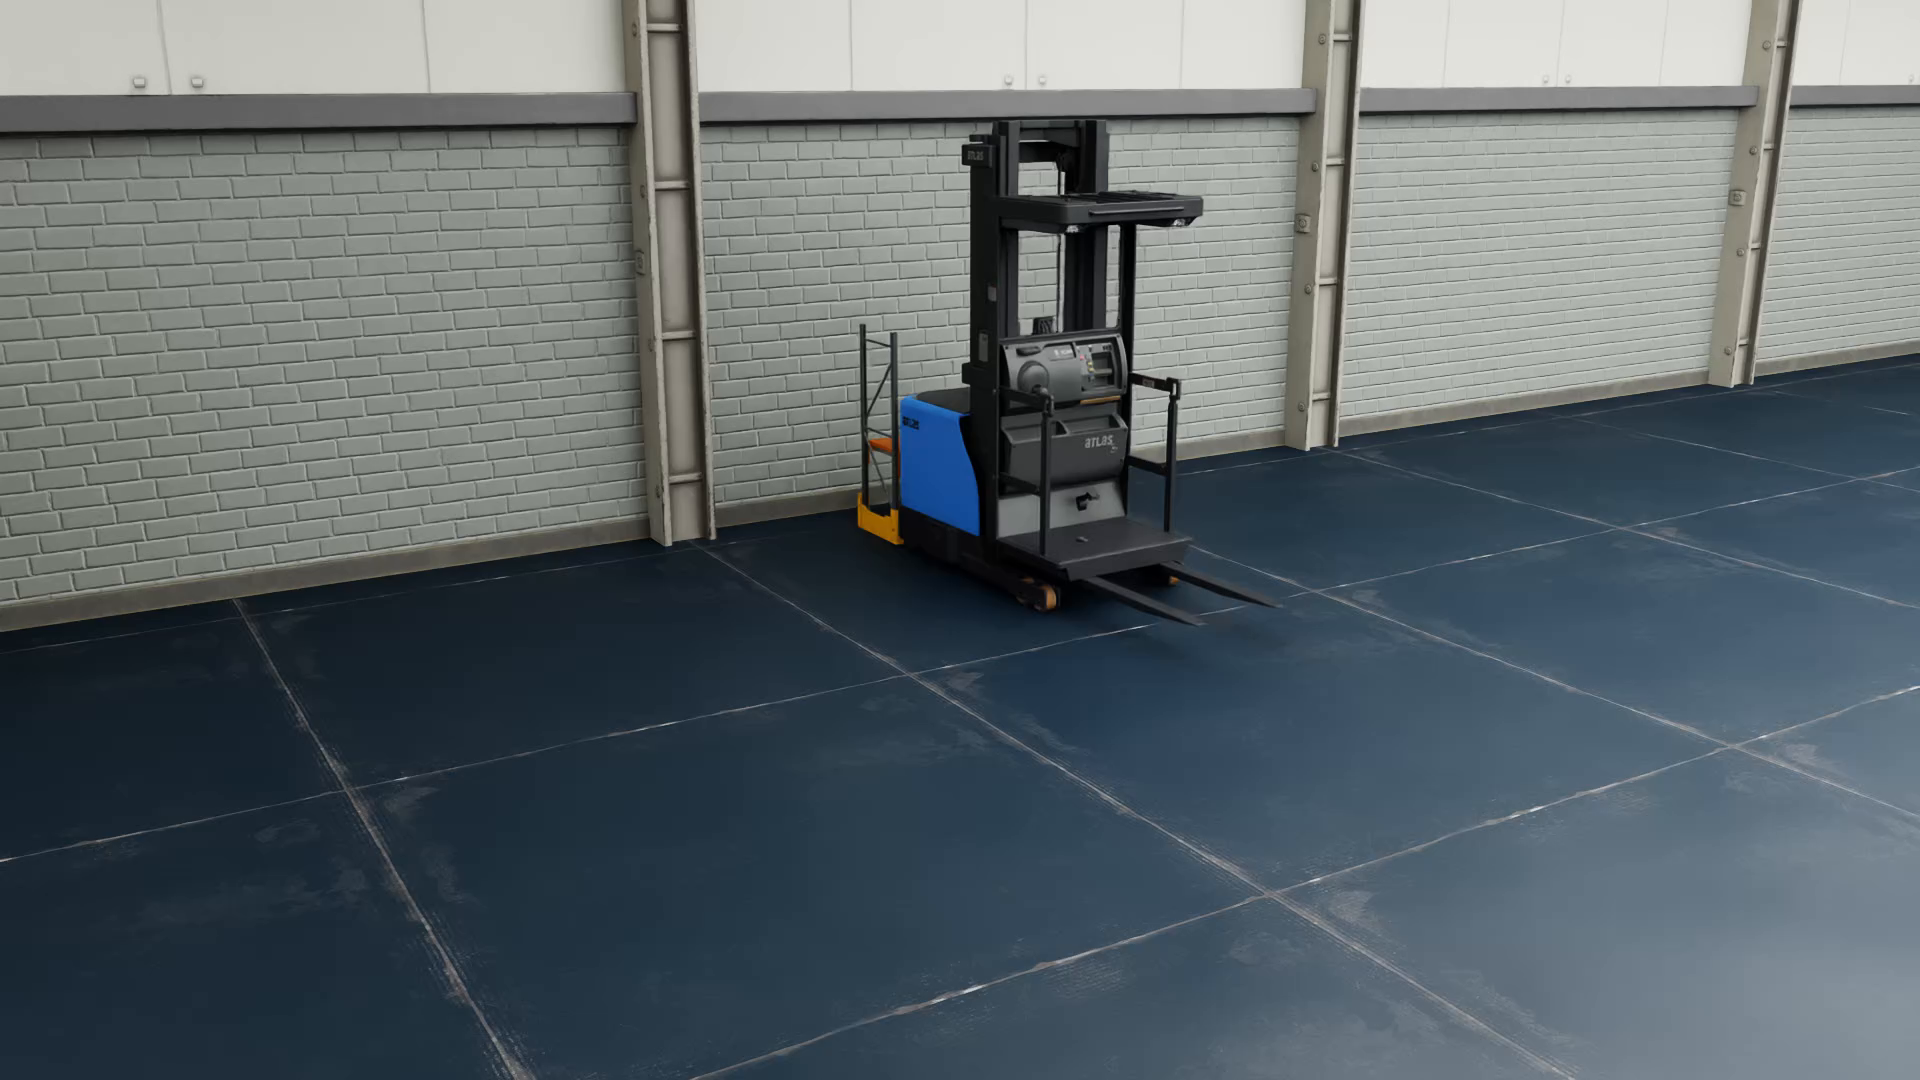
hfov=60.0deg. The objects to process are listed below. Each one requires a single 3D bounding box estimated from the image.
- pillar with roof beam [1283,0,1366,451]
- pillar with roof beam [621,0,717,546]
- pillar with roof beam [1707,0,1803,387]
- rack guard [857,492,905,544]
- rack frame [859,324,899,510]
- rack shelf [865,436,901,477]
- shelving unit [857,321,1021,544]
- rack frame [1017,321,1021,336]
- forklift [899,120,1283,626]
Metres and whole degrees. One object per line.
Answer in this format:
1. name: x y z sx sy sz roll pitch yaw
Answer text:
1. pillar with roof beam: 5.365 -4.189 10.181 0.400 9.000 9.100 -9 18 -30
2. pillar with roof beam: 0.222 -3.355 7.206 0.400 9.000 9.100 -9 18 -30
3. pillar with roof beam: 10.508 -5.023 13.157 0.400 9.000 9.100 -9 18 -30
4. rack guard: -0.574 -0.161 12.023 0.087 0.250 0.587 -9 18 -30
5. rack frame: -0.575 -0.763 11.853 0.032 1.500 0.500 -9 18 -30
6. rack shelf: -0.140 -0.661 12.156 1.000 0.185 0.538 -9 18 -30
7. shelving unit: -0.148 -0.833 12.103 1.083 1.500 0.587 -9 18 -30
8. rack frame: 0.294 -0.906 12.362 0.032 1.500 0.500 -9 18 -30
9. forklift: 0.792 -1.109 10.435 1.130 2.935 3.031 -10 18 -31
